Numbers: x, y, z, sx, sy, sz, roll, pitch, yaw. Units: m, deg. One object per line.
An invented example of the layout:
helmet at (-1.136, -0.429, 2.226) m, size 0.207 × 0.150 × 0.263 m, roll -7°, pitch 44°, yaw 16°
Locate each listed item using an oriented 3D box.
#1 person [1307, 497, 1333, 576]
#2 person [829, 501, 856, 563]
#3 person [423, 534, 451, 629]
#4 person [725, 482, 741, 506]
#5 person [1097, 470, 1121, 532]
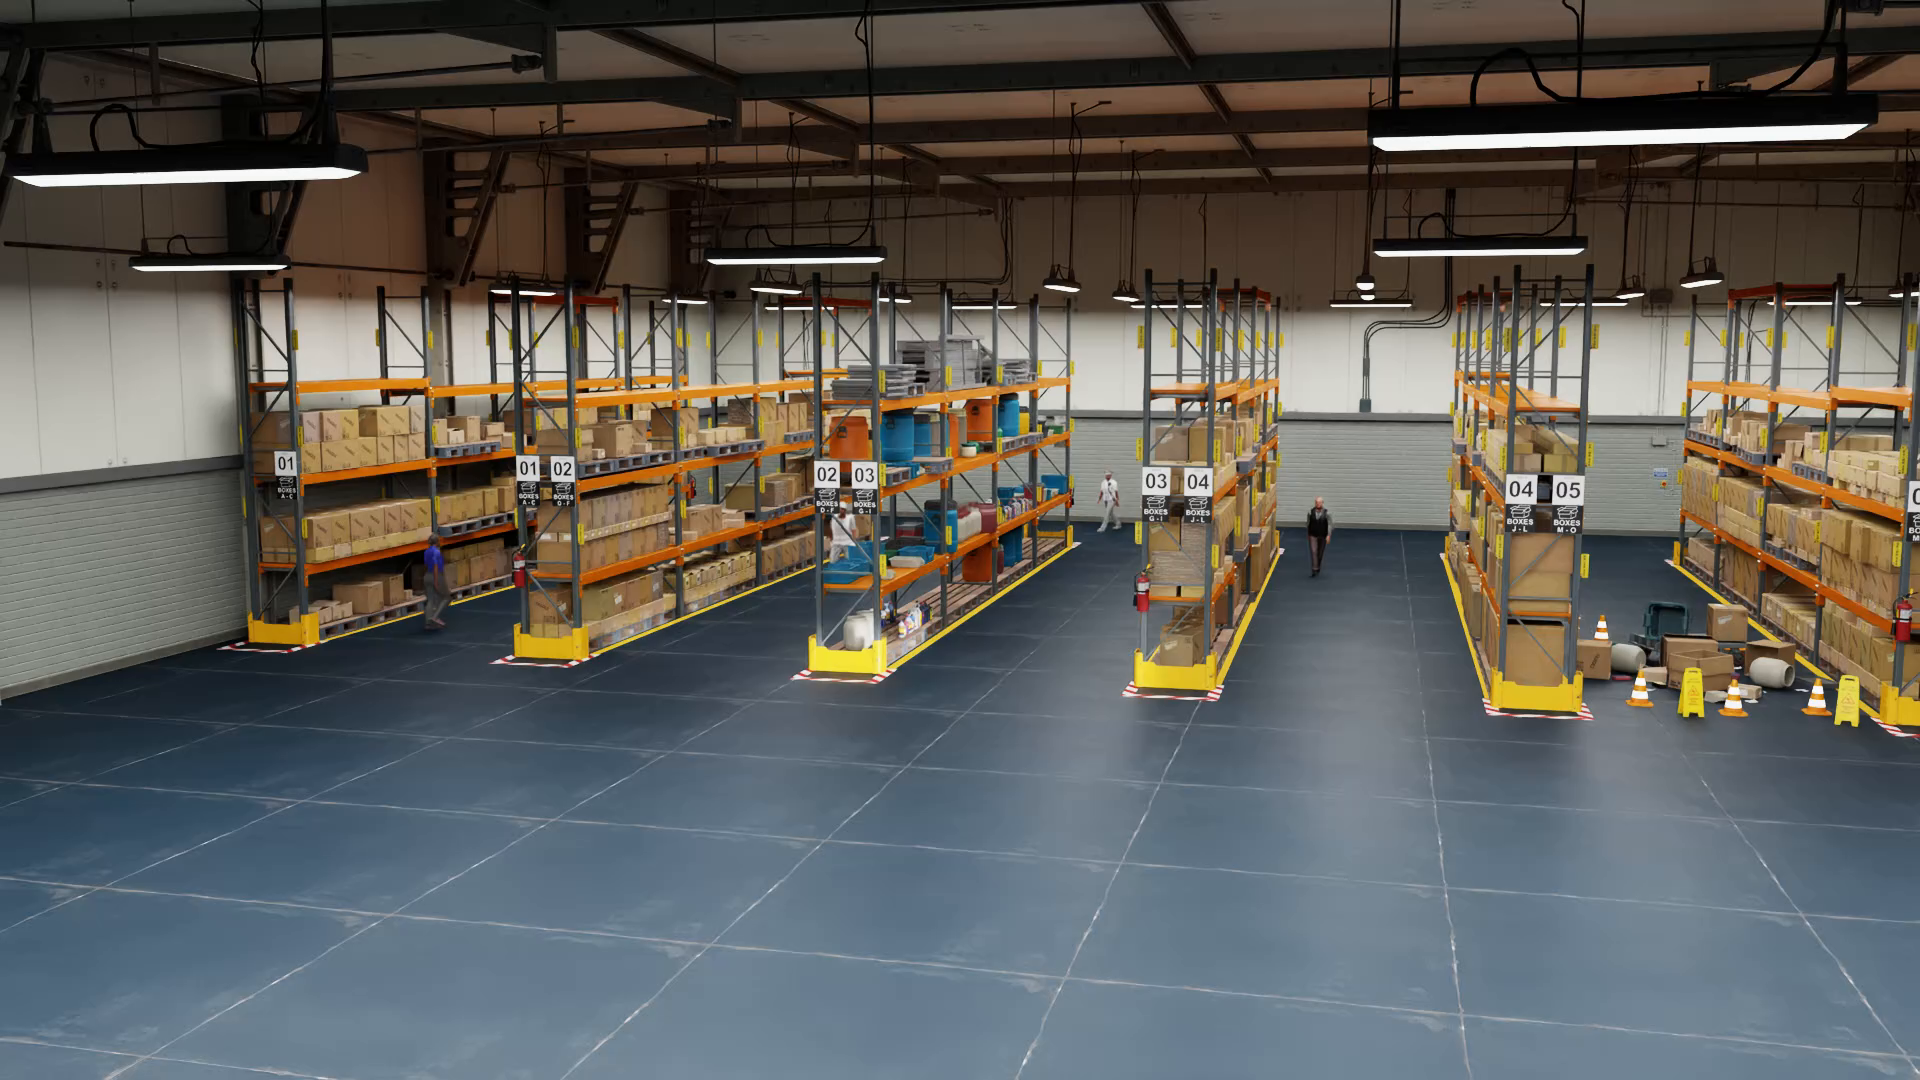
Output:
person at (7.683, -0.085, 35.494) m, size 0.507 × 1.662 × 1.094 m, roll 0°, pitch 7°, yaw 3°
person at (-2.393, 0.094, 33.583) m, size 0.665 × 1.752 × 0.984 m, roll 3°, pitch 7°, yaw 22°
person at (-9.140, 0.720, 28.900) m, size 0.499 × 1.639 × 0.443 m, roll 3°, pitch 8°, yaw 26°
person at (-5.198, -0.462, 38.354) m, size 0.576 × 1.757 × 0.533 m, roll 5°, pitch 9°, yaw 37°
person at (3.892, -1.037, 43.476) m, size 1.074 × 1.600 × 0.451 m, roll -6°, pitch 9°, yaw -40°
